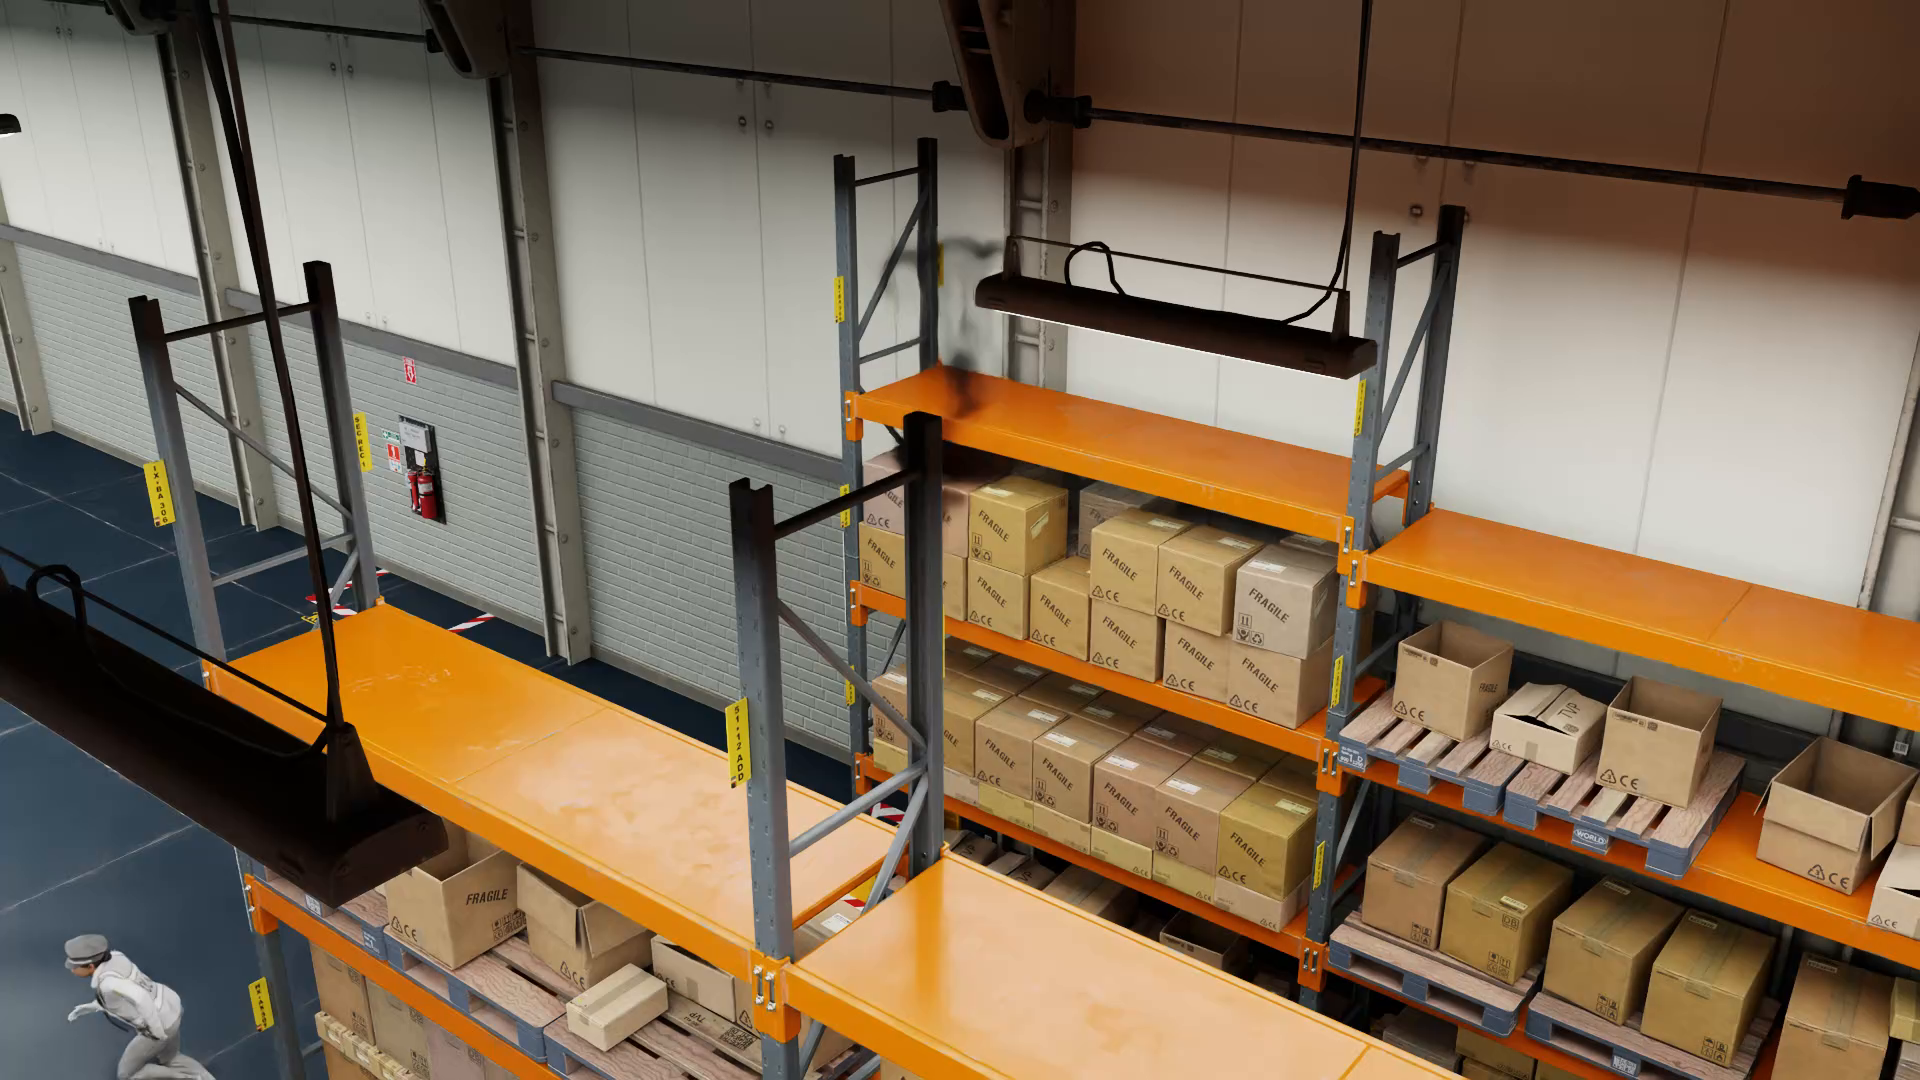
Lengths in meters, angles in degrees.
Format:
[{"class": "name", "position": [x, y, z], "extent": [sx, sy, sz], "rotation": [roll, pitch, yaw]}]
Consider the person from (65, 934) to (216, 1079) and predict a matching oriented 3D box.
[{"class": "person", "position": [-5.369, 3.250, 10.936], "extent": [0.843, 1.496, 0.643], "rotation": [-9, 24, -20]}]
